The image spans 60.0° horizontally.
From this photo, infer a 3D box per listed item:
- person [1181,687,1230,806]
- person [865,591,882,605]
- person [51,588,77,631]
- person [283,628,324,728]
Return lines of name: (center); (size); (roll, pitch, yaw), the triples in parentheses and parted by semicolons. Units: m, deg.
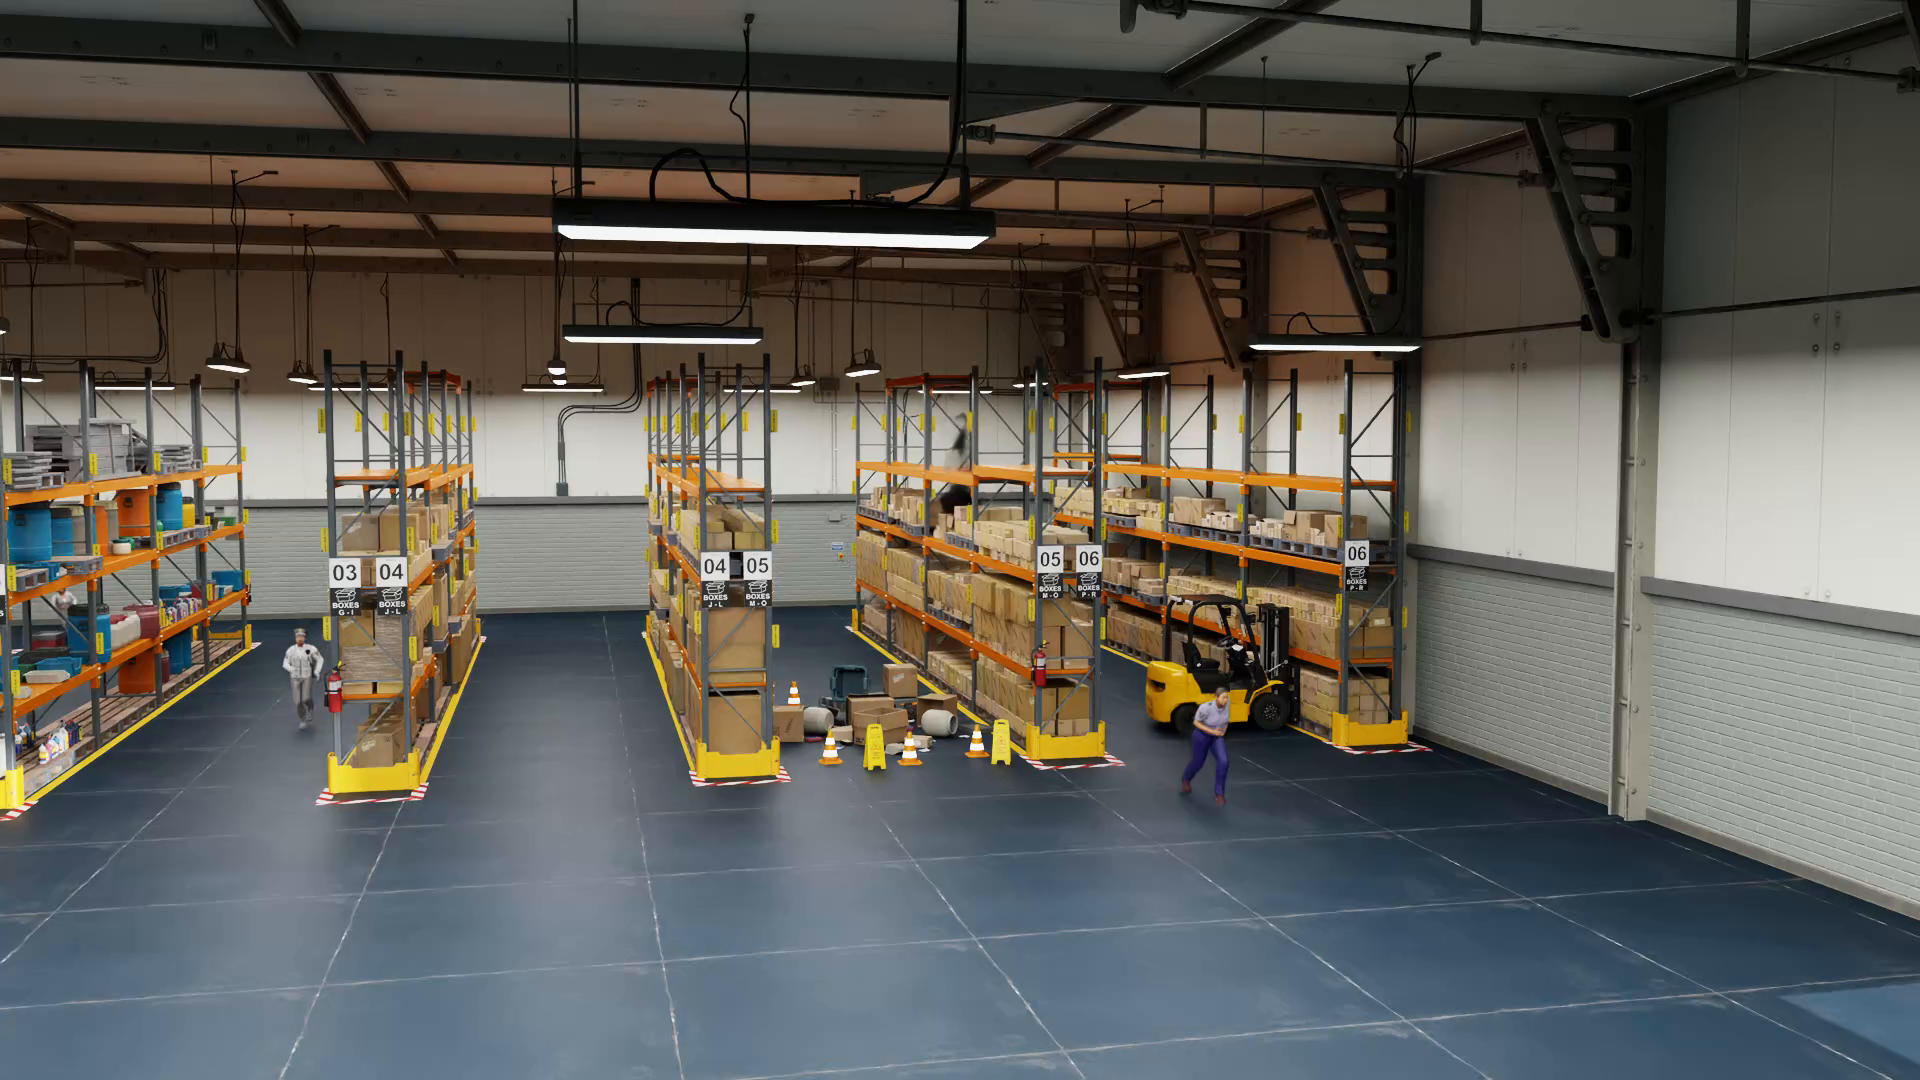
person: (3.286, 2.710, 22.187); (0.649, 1.612, 0.948); (-2, 4, -28)
person: (-2.091, 1.261, 41.706); (0.595, 1.677, 0.660); (-2, 4, -24)
person: (-19.643, 1.686, 36.613); (0.649, 1.526, 0.594); (-3, 5, -36)
person: (-10.812, 2.276, 27.330); (0.604, 1.659, 0.526); (-1, 4, -12)
